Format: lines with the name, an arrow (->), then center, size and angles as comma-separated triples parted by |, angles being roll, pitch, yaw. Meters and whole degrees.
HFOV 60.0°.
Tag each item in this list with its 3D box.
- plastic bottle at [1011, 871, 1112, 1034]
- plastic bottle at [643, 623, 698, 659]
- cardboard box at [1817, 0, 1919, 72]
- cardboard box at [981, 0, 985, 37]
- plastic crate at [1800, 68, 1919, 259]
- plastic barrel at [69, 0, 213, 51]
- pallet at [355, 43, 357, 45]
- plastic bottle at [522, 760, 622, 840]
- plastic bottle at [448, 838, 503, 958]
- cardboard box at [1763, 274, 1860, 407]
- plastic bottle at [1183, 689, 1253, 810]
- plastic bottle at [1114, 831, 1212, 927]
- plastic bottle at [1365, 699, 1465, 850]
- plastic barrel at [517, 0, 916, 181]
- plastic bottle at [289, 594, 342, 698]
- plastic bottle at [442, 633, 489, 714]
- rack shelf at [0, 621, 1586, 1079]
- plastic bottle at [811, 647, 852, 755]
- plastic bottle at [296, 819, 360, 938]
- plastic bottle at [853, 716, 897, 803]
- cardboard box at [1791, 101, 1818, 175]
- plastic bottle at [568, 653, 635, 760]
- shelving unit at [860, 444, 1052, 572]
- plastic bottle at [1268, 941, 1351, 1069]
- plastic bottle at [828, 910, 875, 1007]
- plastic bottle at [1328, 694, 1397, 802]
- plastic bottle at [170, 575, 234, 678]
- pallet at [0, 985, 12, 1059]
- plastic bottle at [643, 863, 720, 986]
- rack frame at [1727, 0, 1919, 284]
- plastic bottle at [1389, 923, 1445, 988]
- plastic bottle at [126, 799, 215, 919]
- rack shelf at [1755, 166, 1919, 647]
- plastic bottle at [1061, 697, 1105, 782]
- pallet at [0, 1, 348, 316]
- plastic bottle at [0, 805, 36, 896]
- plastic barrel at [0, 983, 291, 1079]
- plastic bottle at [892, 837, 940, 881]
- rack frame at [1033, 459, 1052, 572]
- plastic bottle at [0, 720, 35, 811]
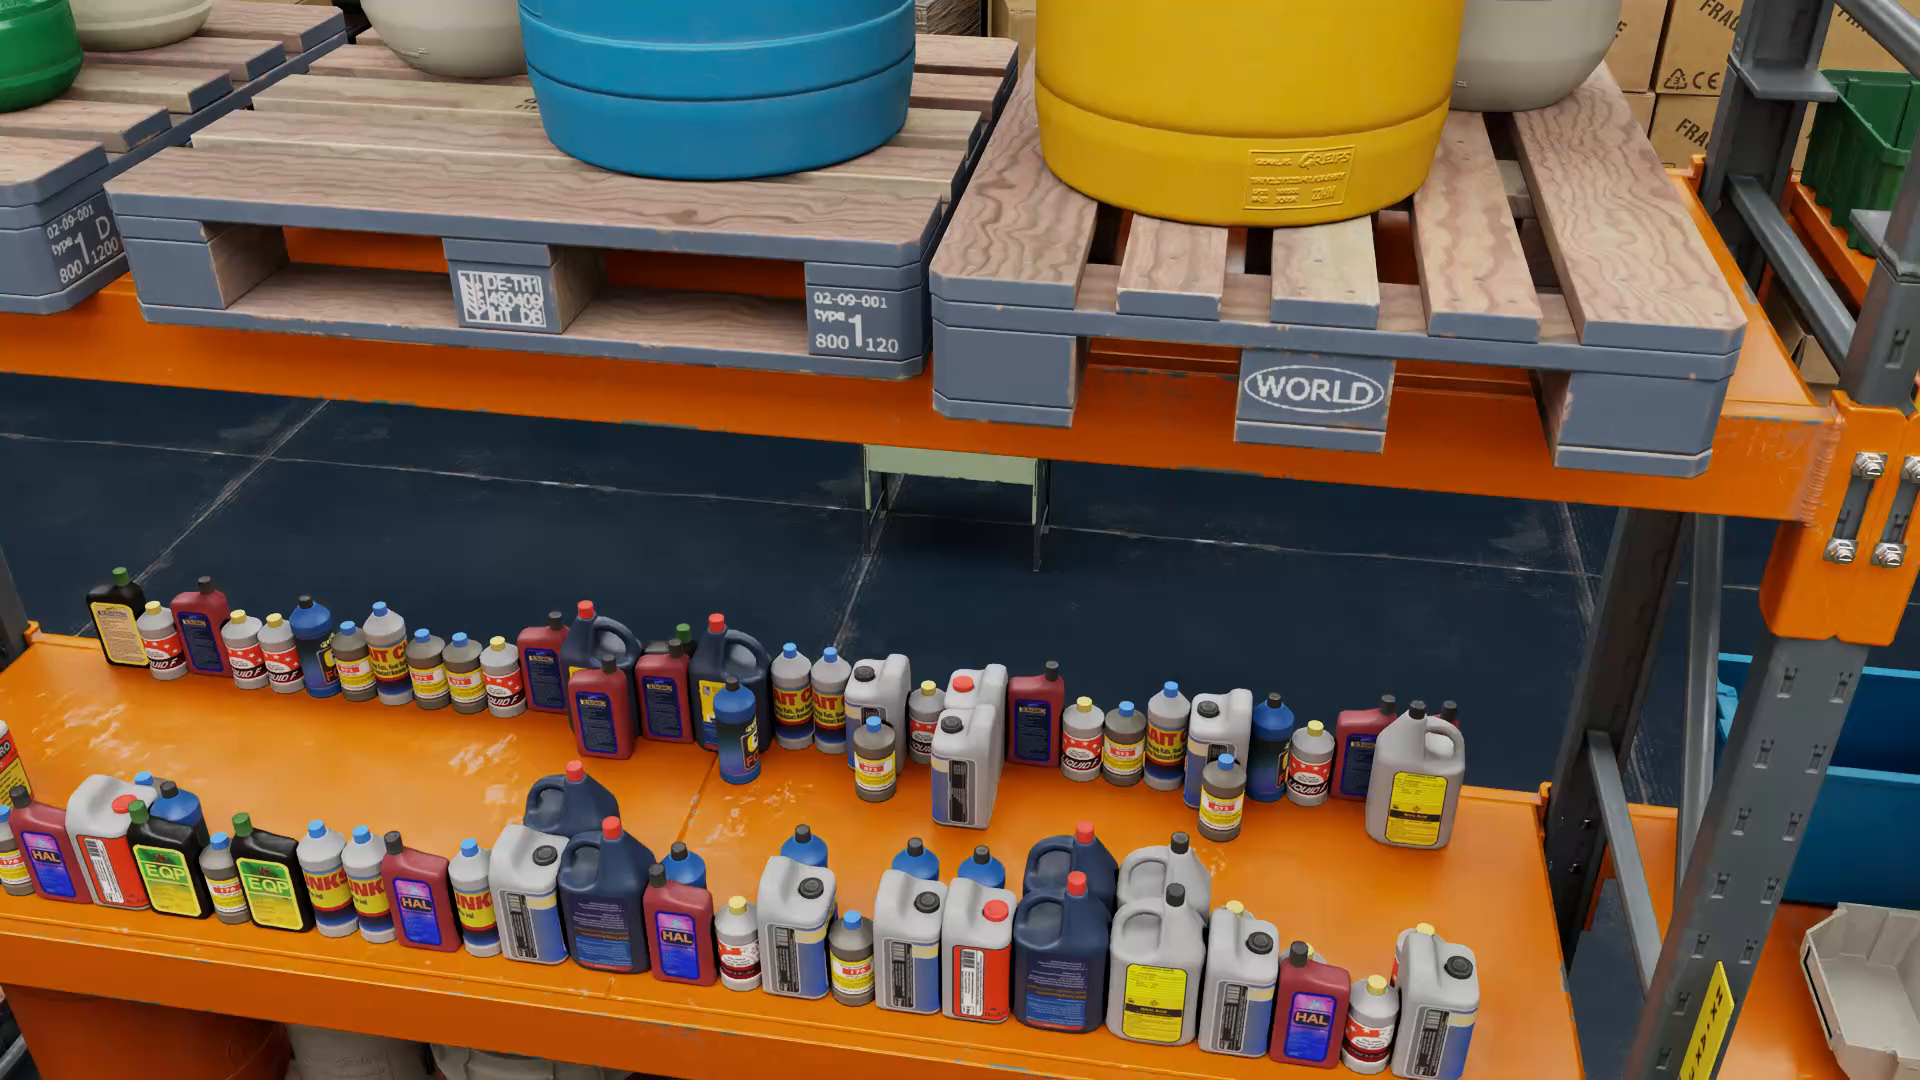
plastic bottle -> 0.197, 0.781, 3.221 | 0.185, 0.351, 0.144 | 5, 32, 8
plastic bottle -> -0.691, 0.323, 4.016 | 0.133, 0.283, 0.061 | 5, 32, 8
cardboard box -> 3.610, -2.088, 6.722 | 0.500, 0.500, 0.500 | 4, 32, 7
cardboard box -> -0.233, -3.983, 12.417 | 0.750, 0.750, 0.750 | 5, 32, 8
plastic crate -> 1.809, -0.614, 2.777 | 0.662, 0.188, 0.450 | 5, 32, 8
plastic barrel -> -1.521, -1.041, 2.994 | 0.301, 0.262, 0.301 | 0, 32, 0
pallet -> -4.111, -3.957, 13.373 | 1.213, 0.211, 1.003 | 5, 32, 8
plastic bottle -> -0.813, 0.608, 3.499 | 0.185, 0.351, 0.144 | 5, 32, 8
plastic bottle -> -0.982, 0.720, 3.393 | 0.097, 0.271, 0.097 | 0, 32, 0
cardboard box -> 4.031, -0.866, 7.745 | 0.637, 0.503, 0.797 | 5, 32, 8
plastic bottle -> 0.588, 0.467, 3.794 | 0.135, 0.276, 0.152 | 5, 32, 8
plastic bottle -> 0.404, 0.722, 3.316 | 0.185, 0.351, 0.144 | 5, 32, 8
plastic bottle -> 1.008, 0.504, 3.664 | 0.185, 0.351, 0.144 | 5, 32, 8
plastic barrel -> -0.367, -1.047, 2.400 | 0.708, 0.901, 0.600 | 5, 32, 8
plastic bottle -> -1.602, 0.256, 4.135 | 0.097, 0.271, 0.097 | 0, 32, 0
plastic bottle -> -1.218, 0.320, 4.098 | 0.097, 0.201, 0.097 | 0, 32, 0
rack shelf -> -0.631, 0.814, 3.800 | 4.000, 0.370, 1.077 | 5, 32, 8
plastic bottle -> -0.302, 0.373, 3.947 | 0.097, 0.271, 0.097 | 0, 32, 0
plastic bottle -> -1.305, 0.691, 3.440 | 0.097, 0.271, 0.097 | 0, 32, 0
plastic bottle -> -0.195, 0.495, 3.820 | 0.097, 0.201, 0.097 | 0, 32, 0
cardboard box -> 3.632, -1.667, 6.992 | 0.500, 0.500, 0.500 | 5, 32, 8
plastic bottle -> -0.847, 0.387, 3.915 | 0.133, 0.283, 0.061 | 5, 32, 8
shelving unit -> -0.007, -0.636, 6.853 | 0.755, 1.500, 0.431 | 5, 32, 8
plastic bottle -> 0.662, 0.874, 3.136 | 0.133, 0.283, 0.061 | 5, 32, 8
plastic bottle -> -0.211, 0.820, 3.300 | 0.097, 0.201, 0.097 | 0, 32, 0
plastic bottle -> 0.920, 0.469, 3.783 | 0.133, 0.283, 0.061 | 5, 32, 8
plastic bottle -> -1.904, 0.214, 4.192 | 0.133, 0.283, 0.061 | 5, 32, 8
pallet -> -3.359, 1.423, 4.778 | 1.213, 0.211, 1.003 | 5, 32, 8
plastic bottle -> -0.556, 0.764, 3.313 | 0.133, 0.283, 0.061 | 5, 32, 8
rack frame -> 1.341, -1.855, 1.733 | 0.127, 3.000, 1.000 | 5, 32, 8
plastic bottle -> 0.900, 0.839, 3.270 | 0.097, 0.201, 0.097 | 0, 32, 0
plastic bottle -> -1.650, 0.665, 3.471 | 0.133, 0.283, 0.061 | 5, 32, 8
rack shelf -> 3.312, -0.100, 2.434 | 4.000, 0.370, 1.077 | 5, 32, 8
plastic bottle -> 0.286, 0.456, 3.881 | 0.097, 0.201, 0.097 | 0, 32, 0
pallet -> -1.865, -0.741, 2.958 | 1.213, 0.211, 1.003 | 5, 32, 8
plastic bottle -> -2.024, 0.656, 3.562 | 0.097, 0.201, 0.097 | 0, 32, 0
plastic barrel -> -2.117, 1.107, 4.304 | 0.708, 0.830, 0.600 | 5, 32, 8
plastic bottle -> -0.089, 0.719, 3.395 | 0.097, 0.271, 0.097 | 0, 32, 0
rack frame -> 0.354, -0.604, 6.801 | 0.023, 1.500, 0.400 | 5, 32, 8
plastic bottle -> -2.204, 0.511, 3.723 | 0.135, 0.276, 0.152 | 5, 32, 8
